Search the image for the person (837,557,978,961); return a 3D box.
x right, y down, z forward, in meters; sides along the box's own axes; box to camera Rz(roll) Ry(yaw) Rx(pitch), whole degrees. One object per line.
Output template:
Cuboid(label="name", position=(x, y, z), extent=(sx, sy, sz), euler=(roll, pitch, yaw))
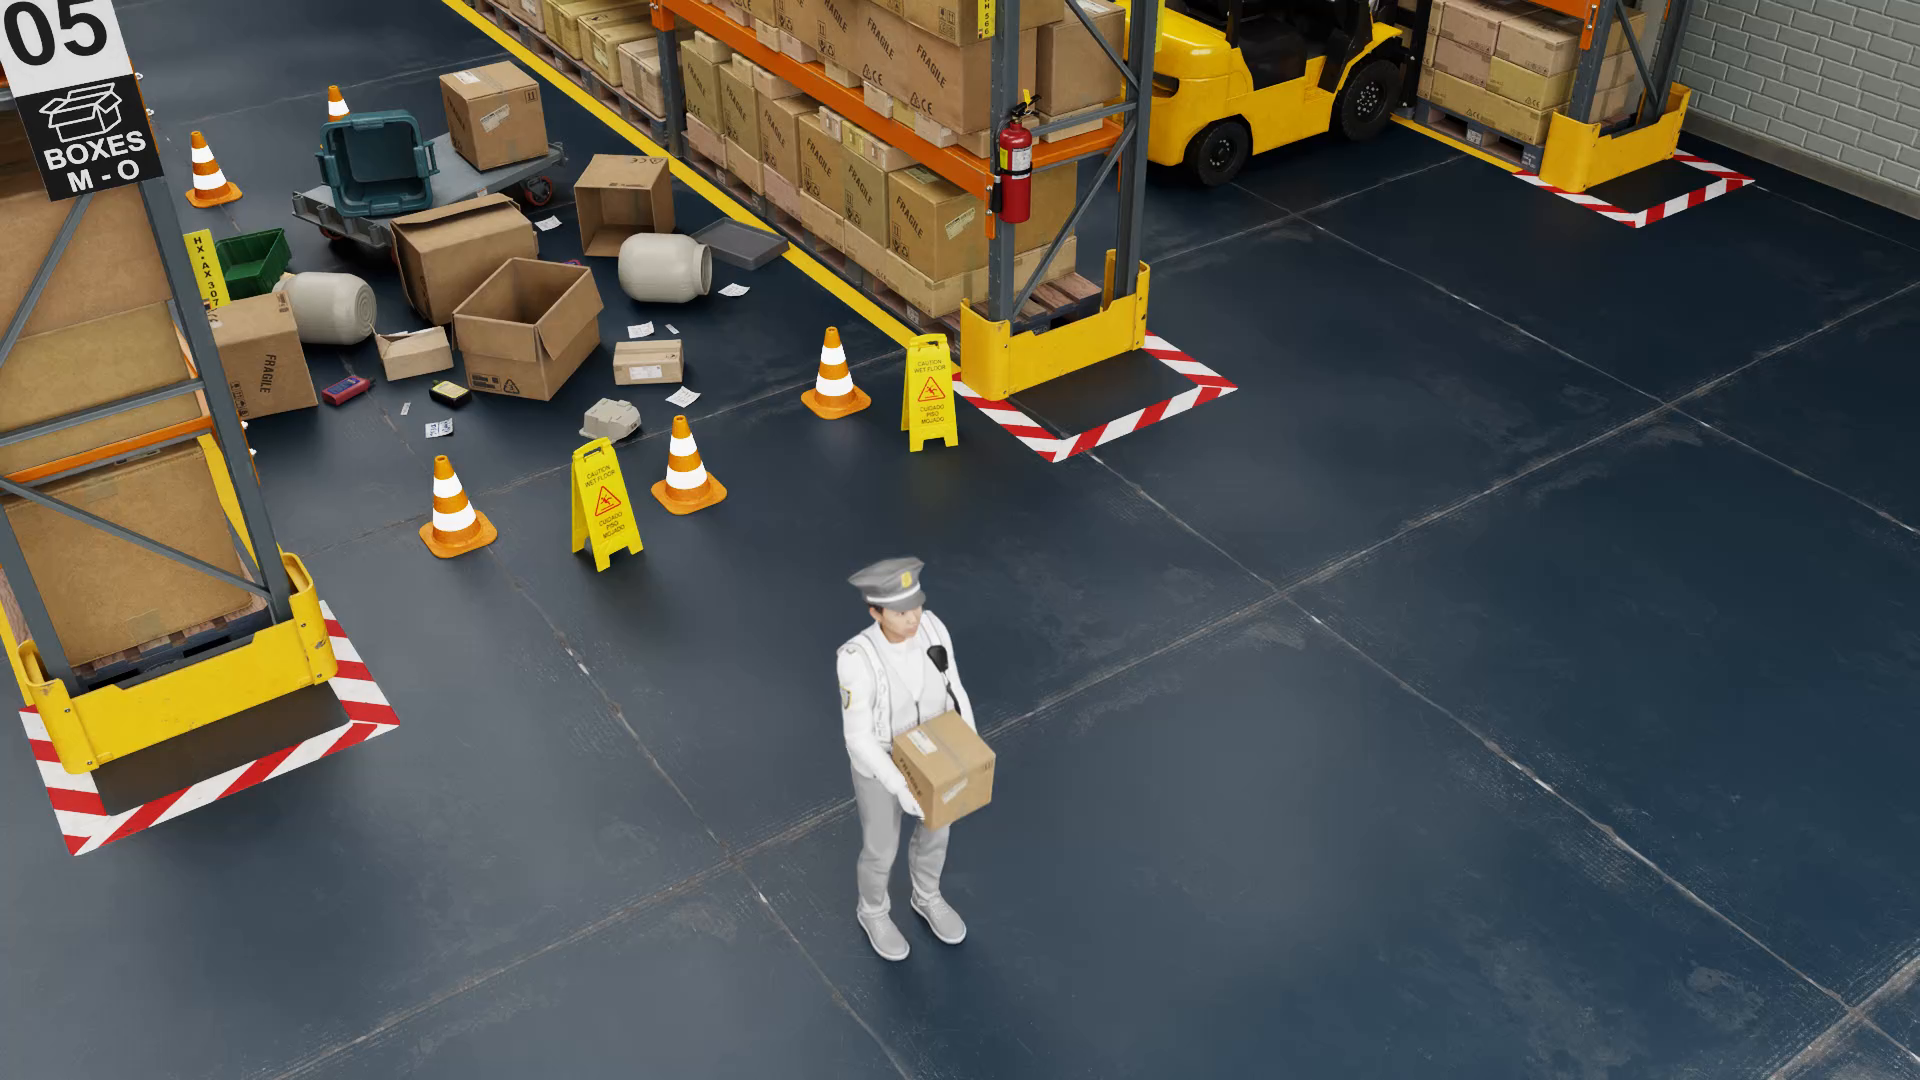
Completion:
Cuboid(label="person", position=(-0.164, 0.810, 5.883), extent=(0.474, 1.691, 0.540), euler=(-23, 42, -28))
